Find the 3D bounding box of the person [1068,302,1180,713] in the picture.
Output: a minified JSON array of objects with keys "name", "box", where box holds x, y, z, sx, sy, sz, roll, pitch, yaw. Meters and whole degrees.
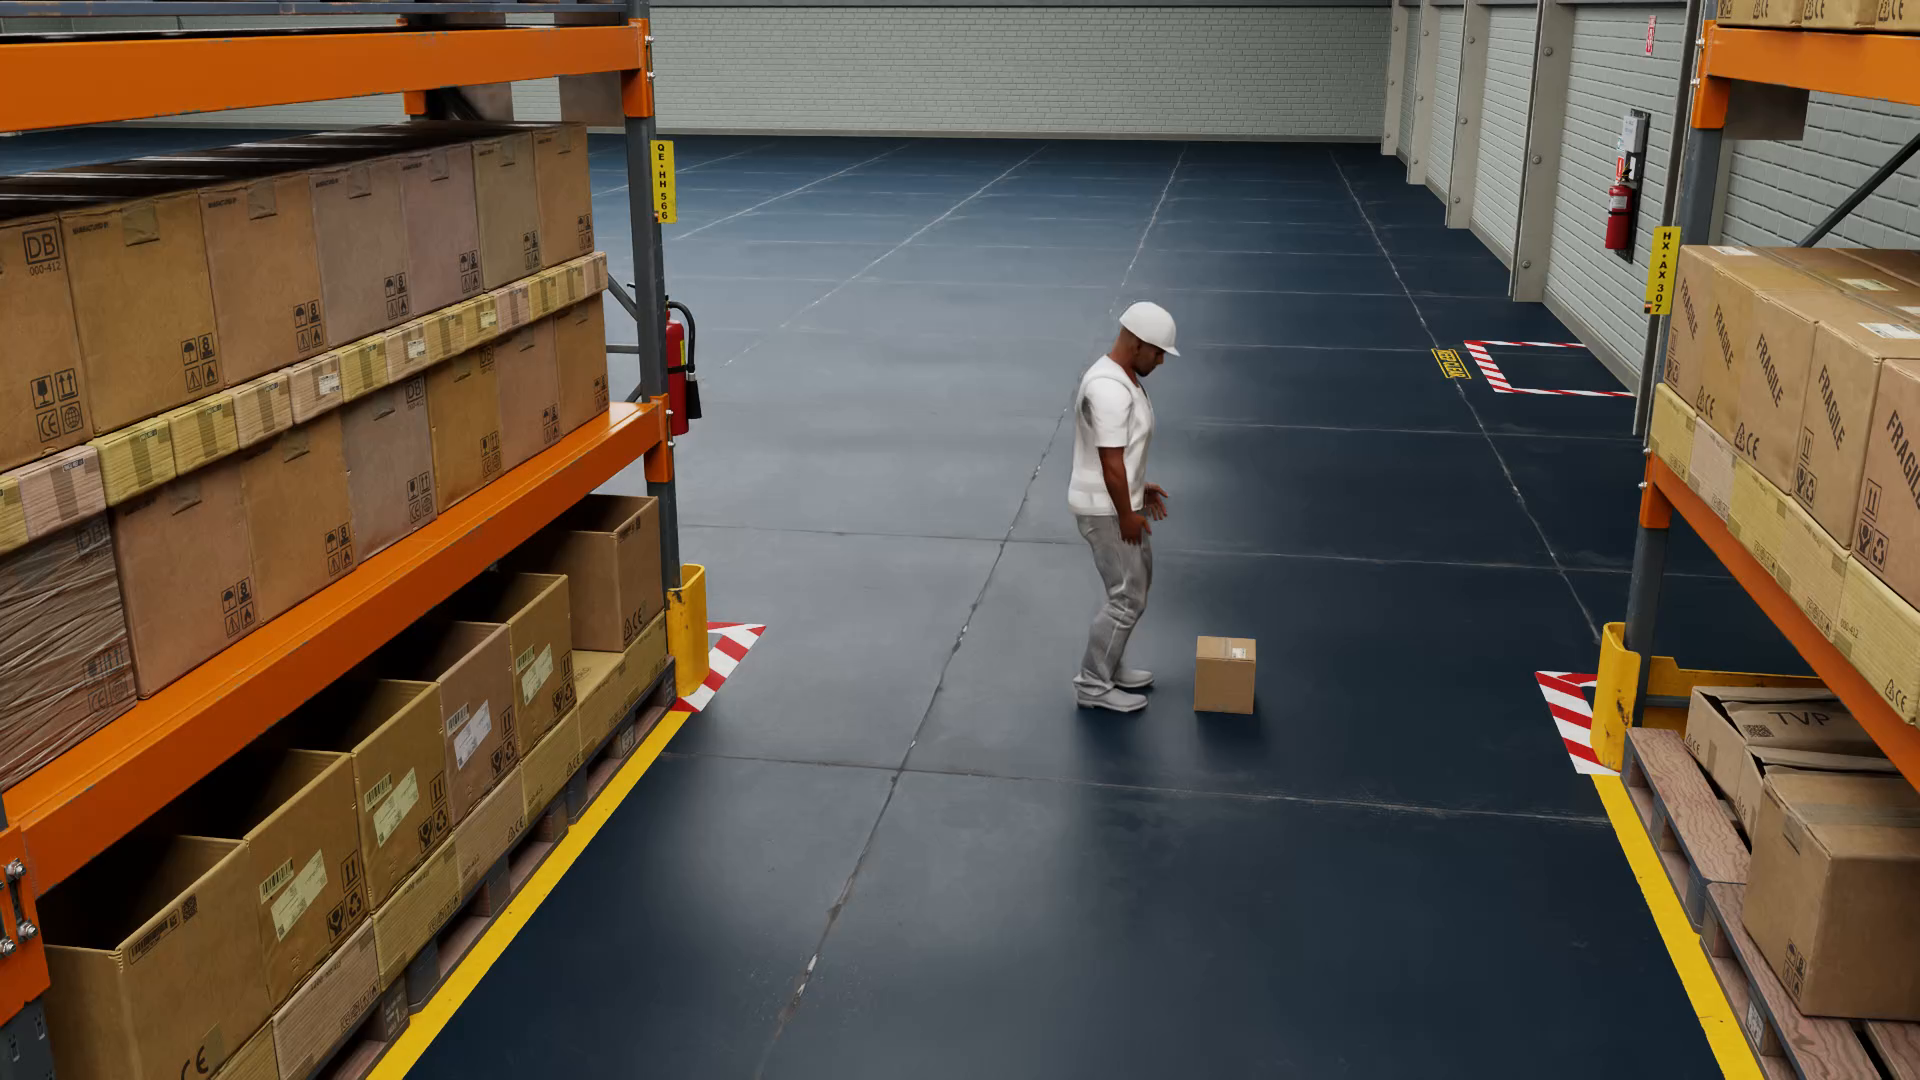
[{"name":"person","box":[0.687,-0.151,7.056,0.437,1.725,0.588,3,18,10]}]
